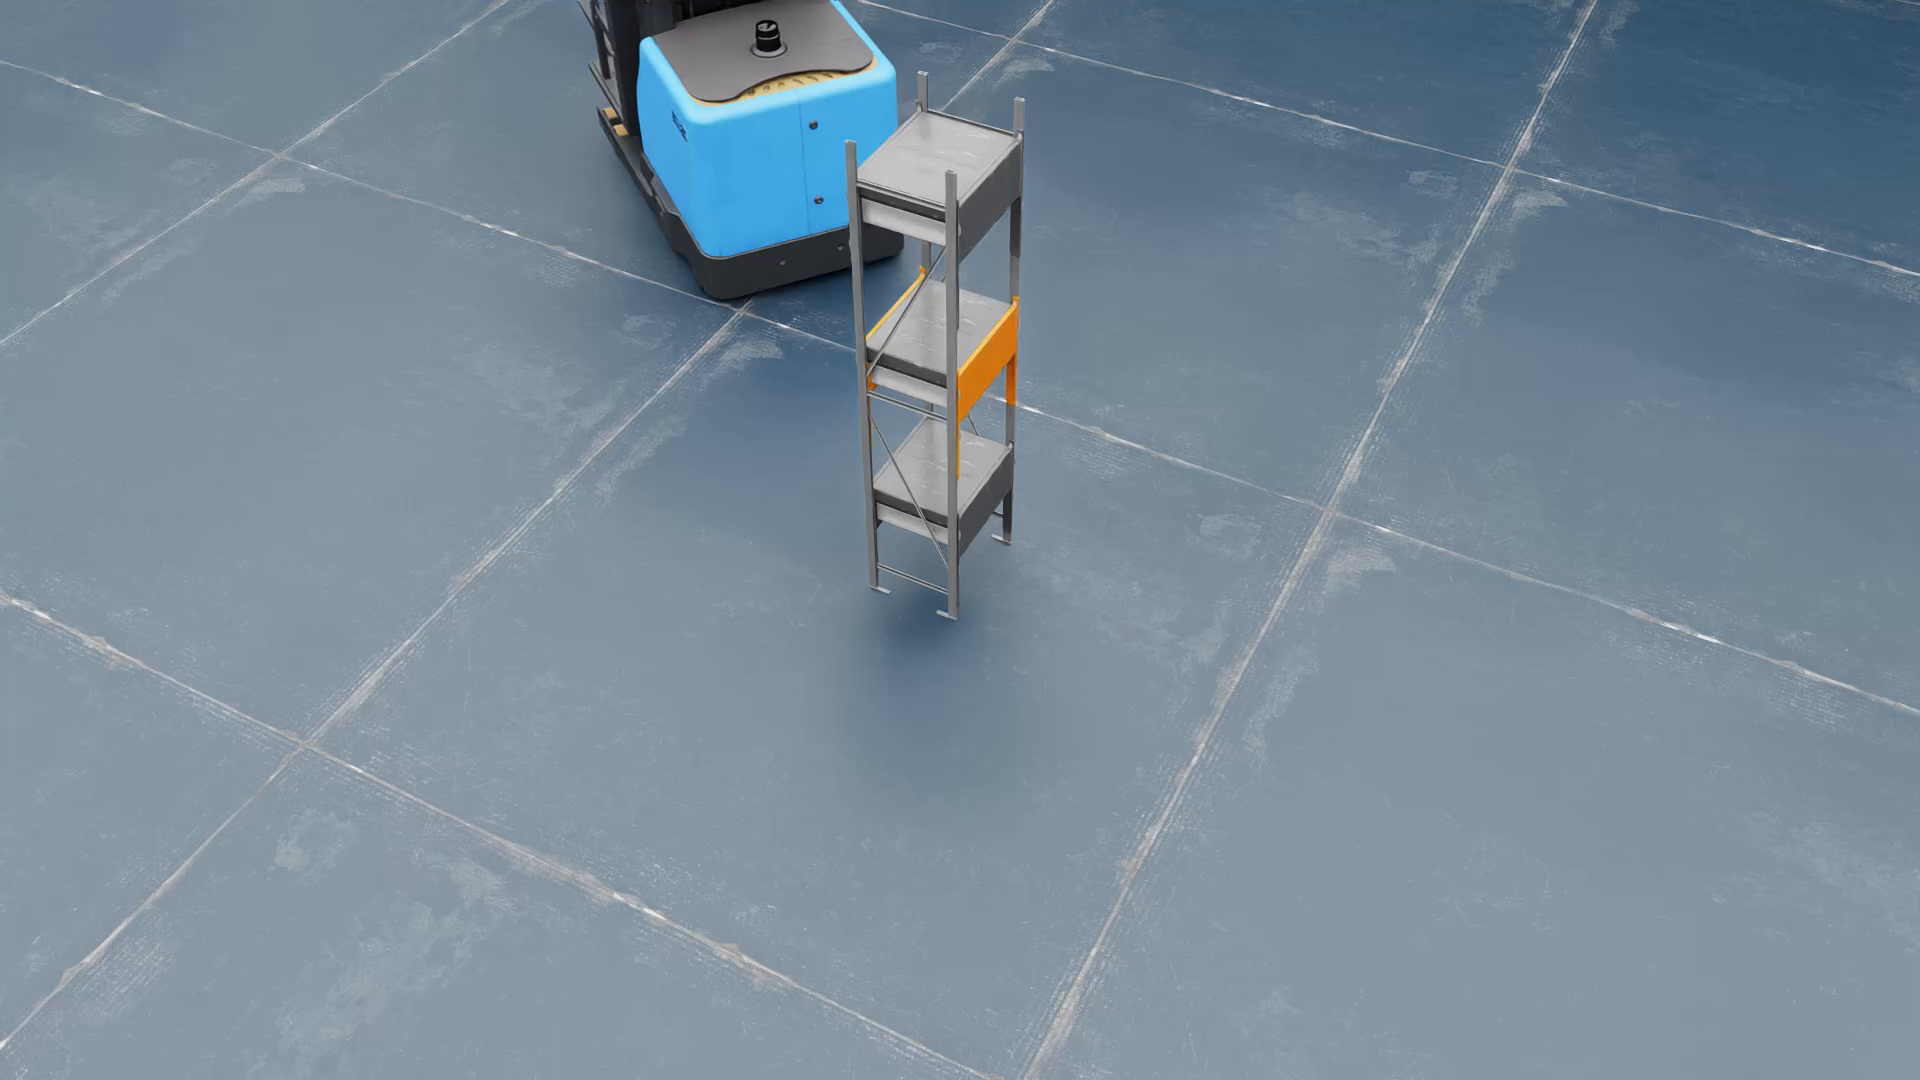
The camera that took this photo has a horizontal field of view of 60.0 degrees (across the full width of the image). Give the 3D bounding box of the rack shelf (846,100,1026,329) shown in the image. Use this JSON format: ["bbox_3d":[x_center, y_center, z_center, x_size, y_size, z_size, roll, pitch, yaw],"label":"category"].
[{"bbox_3d":[-0.077,-1.116,5.692,0.431,0.518,0.480,20,49,19],"label":"rack shelf"}]

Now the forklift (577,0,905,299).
[{"bbox_3d":[-1.353,-3.259,8.190,1.130,2.935,3.031,-18,48,-17],"label":"forklift"}]

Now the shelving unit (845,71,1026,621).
[{"bbox_3d":[-0.077,-0.634,6.180,0.431,2.100,0.503,20,49,19],"label":"shelving unit"}]

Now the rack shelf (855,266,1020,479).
[{"bbox_3d":[-0.077,-0.624,6.190,0.431,0.518,0.480,20,49,19],"label":"rack shelf"}]

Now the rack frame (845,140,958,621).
[{"bbox_3d":[-0.190,-0.480,6.028,0.400,2.100,0.015,20,49,19],"label":"rack frame"}]

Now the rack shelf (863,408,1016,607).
[{"bbox_3d":[-0.077,-0.132,6.688,0.431,0.518,0.480,20,49,19],"label":"rack shelf"}]

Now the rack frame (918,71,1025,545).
[{"bbox_3d":[0.036,-0.788,6.332,0.400,2.100,0.015,20,49,19],"label":"rack frame"}]
